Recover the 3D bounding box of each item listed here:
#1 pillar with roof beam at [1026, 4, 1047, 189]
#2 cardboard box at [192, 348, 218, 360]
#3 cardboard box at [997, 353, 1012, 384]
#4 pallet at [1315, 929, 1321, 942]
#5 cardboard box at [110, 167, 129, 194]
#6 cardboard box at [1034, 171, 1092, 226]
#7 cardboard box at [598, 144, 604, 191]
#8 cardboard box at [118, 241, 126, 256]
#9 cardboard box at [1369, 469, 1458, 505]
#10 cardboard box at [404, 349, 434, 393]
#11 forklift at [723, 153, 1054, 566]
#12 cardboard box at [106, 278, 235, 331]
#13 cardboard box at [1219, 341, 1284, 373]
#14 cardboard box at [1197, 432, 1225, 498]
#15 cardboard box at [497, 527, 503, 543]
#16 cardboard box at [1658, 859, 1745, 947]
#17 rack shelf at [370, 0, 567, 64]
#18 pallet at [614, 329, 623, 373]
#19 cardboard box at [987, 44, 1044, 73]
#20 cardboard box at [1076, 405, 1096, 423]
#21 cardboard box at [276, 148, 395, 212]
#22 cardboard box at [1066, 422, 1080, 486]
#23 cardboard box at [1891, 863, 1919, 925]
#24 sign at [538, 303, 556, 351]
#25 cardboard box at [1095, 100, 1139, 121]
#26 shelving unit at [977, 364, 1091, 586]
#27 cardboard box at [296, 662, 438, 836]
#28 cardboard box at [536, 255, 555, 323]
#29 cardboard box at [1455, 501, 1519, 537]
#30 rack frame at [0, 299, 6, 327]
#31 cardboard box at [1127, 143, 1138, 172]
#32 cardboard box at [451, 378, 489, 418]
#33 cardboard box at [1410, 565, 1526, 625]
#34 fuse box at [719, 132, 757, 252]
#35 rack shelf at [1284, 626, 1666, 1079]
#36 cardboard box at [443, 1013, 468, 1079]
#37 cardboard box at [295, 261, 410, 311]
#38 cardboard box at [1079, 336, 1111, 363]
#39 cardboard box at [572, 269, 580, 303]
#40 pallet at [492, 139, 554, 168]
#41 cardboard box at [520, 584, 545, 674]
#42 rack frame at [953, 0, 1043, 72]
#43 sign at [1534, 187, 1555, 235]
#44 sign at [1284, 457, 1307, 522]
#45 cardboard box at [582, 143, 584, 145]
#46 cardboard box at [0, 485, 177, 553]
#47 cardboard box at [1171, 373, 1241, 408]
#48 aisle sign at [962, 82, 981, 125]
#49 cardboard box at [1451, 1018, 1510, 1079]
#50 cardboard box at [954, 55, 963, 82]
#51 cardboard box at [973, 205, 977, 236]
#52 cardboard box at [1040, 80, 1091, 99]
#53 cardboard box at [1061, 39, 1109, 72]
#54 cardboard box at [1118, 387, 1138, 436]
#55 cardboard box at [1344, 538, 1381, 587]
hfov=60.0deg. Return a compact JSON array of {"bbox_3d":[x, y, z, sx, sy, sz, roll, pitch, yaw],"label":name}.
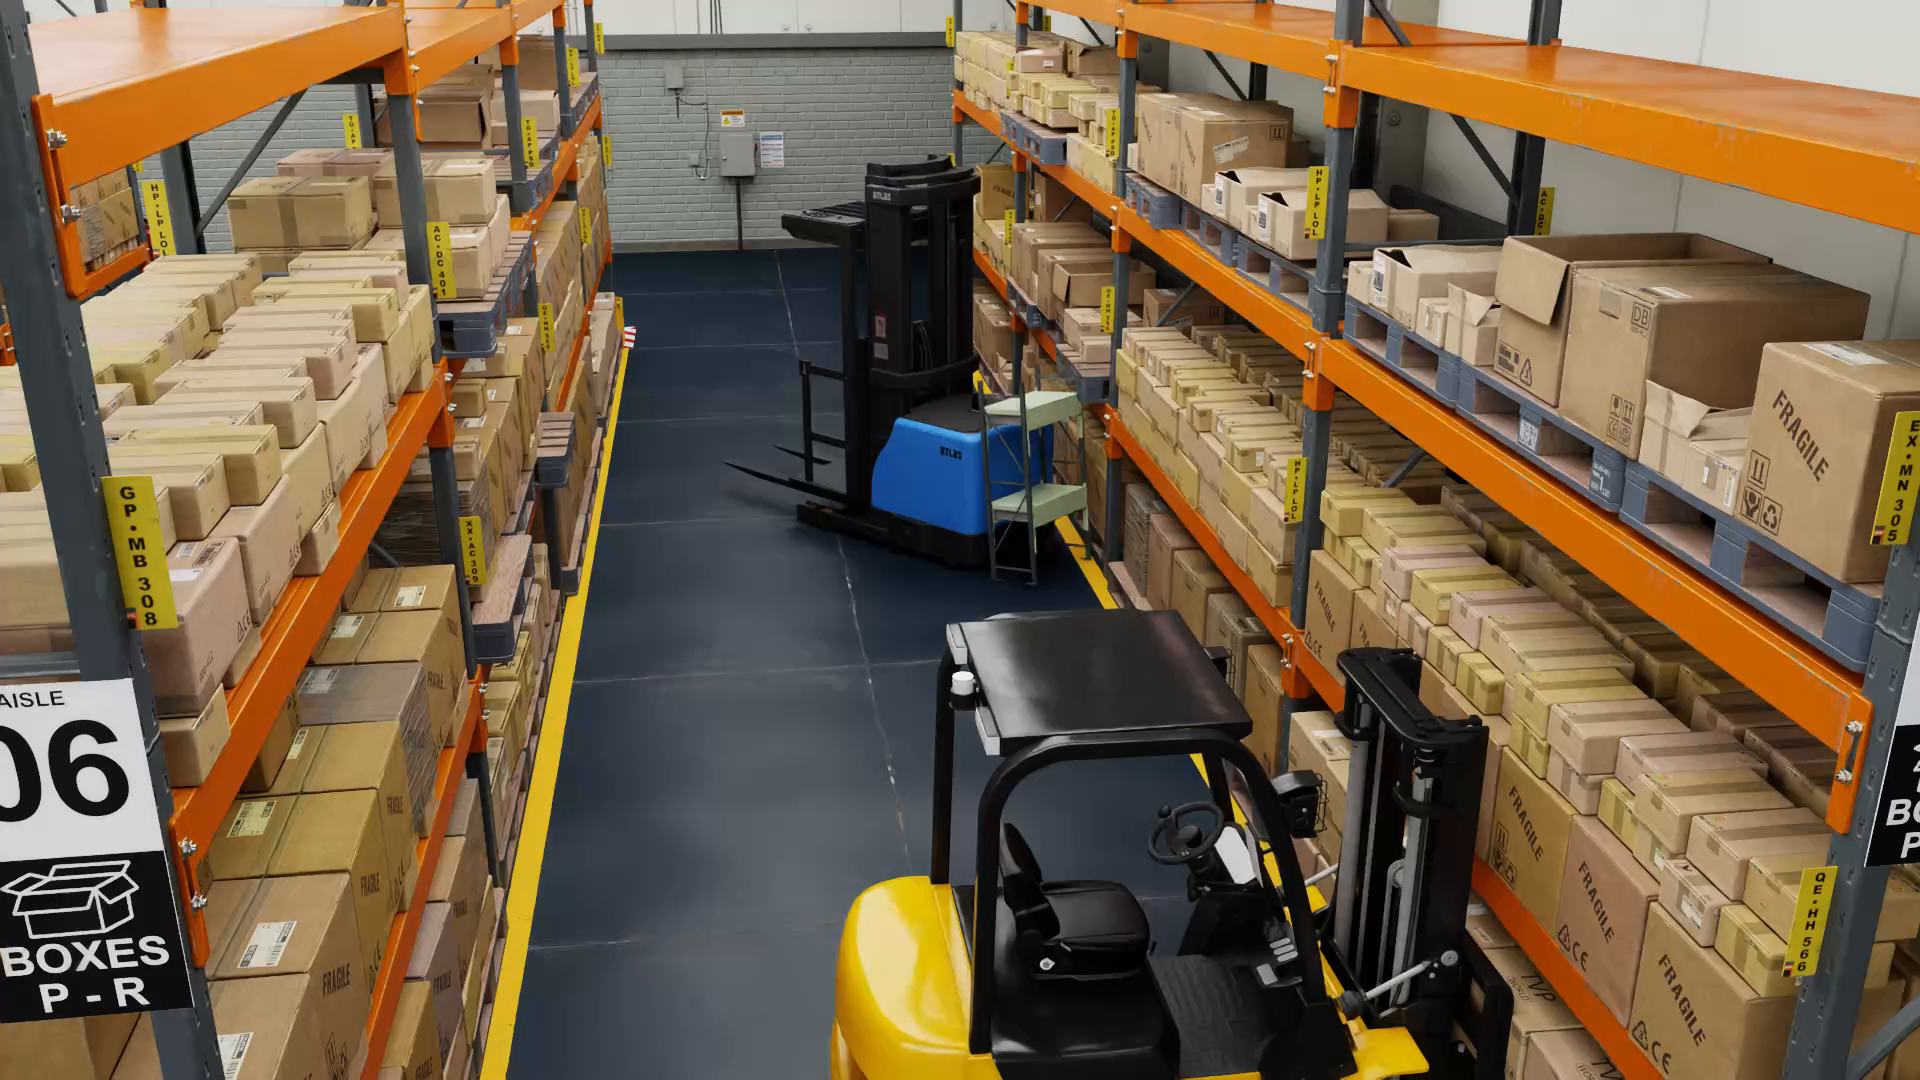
[{"bbox_3d":[-3.328,-7.494,20.419,9.100,9.000,0.400,-3,21,-8],"label":"pillar with roof beam"},{"bbox_3d":[-2.818,-0.471,5.693,0.500,0.250,0.500,-3,21,-7],"label":"cardboard box"},{"bbox_3d":[0.583,-1.754,16.934,0.396,0.266,0.258,-2,21,-6],"label":"cardboard box"},{"bbox_3d":[2.231,1.817,8.050,1.003,0.211,1.213,-3,21,-8],"label":"pallet"},{"bbox_3d":[-9.055,-3.894,17.358,0.500,0.500,0.500,-3,21,-9],"label":"cardboard box"},{"bbox_3d":[1.054,-3.486,16.981,0.500,0.500,0.500,-3,21,-9],"label":"cardboard box"},{"bbox_3d":[-4.178,-4.030,18.148,0.500,0.500,0.500,-2,21,-6],"label":"cardboard box"},{"bbox_3d":[-9.041,-3.081,17.538,0.380,0.149,0.250,-3,21,-8],"label":"cardboard box"},{"bbox_3d":[2.320,-0.250,8.529,0.380,0.149,0.250,-3,21,-9],"label":"cardboard box"},{"bbox_3d":[-2.405,-0.709,6.899,0.380,0.149,0.250,-3,21,-7],"label":"cardboard box"},{"bbox_3d":[-0.696,-1.586,13.273,3.031,2.935,1.130,17,26,38],"label":"forklift"},{"bbox_3d":[-2.935,-0.870,6.192,0.380,0.149,0.250,-4,21,-10],"label":"cardboard box"},{"bbox_3d":[1.954,-1.223,11.132,0.380,0.149,0.250,-3,21,-8],"label":"cardboard box"},{"bbox_3d":[1.685,-0.443,9.615,0.500,0.250,0.500,-3,21,-7],"label":"cardboard box"},{"bbox_3d":[-2.660,-0.074,8.886,0.380,0.149,0.250,-3,21,-7],"label":"cardboard box"},{"bbox_3d":[2.341,1.074,4.983,0.380,0.149,0.250,-3,21,-7],"label":"cardboard box"},{"bbox_3d":[-3.618,-3.879,12.340,1.077,0.370,4.000,-3,21,-8],"label":"rack shelf"},{"bbox_3d":[-4.290,-2.091,18.513,1.003,0.211,1.213,-3,21,-8],"label":"pallet"},{"bbox_3d":[0.547,-4.759,16.459,0.500,0.250,0.500,-3,21,-7],"label":"cardboard box"},{"bbox_3d":[1.166,-1.006,13.668,0.380,0.149,0.250,-3,21,-9],"label":"cardboard box"},{"bbox_3d":[-3.132,-1.828,8.435,0.500,0.250,0.500,-3,21,-7],"label":"cardboard box"},{"bbox_3d":[1.168,-0.668,13.690,0.500,0.500,0.500,-2,21,-5],"label":"cardboard box"},{"bbox_3d":[2.898,1.001,4.754,0.380,0.149,0.250,-3,21,-9],"label":"cardboard box"},{"bbox_3d":[-2.794,-1.436,11.233,0.100,0.325,0.005,-3,21,-8],"label":"sign"},{"bbox_3d":[1.223,-3.193,12.411,0.380,0.149,0.250,-3,21,-9],"label":"cardboard box"},{"bbox_3d":[0.566,-0.500,12.390,0.431,1.500,0.755,6,18,37],"label":"shelving unit"},{"bbox_3d":[-2.283,0.797,6.227,0.500,0.500,0.500,-2,21,-6],"label":"cardboard box"},{"bbox_3d":[-3.240,-1.770,12.096,0.500,0.500,0.500,-3,21,-8],"label":"cardboard box"},{"bbox_3d":[2.498,-0.073,7.629,0.380,0.149,0.250,-3,21,-9],"label":"cardboard box"},{"bbox_3d":[-8.790,-2.001,14.285,1.000,3.000,0.127,-3,21,-8],"label":"rack frame"},{"bbox_3d":[1.331,-2.555,11.074,0.380,0.166,0.250,-3,21,-8],"label":"cardboard box"},{"bbox_3d":[-2.729,-0.754,8.852,0.380,0.149,0.250,-2,21,-5],"label":"cardboard box"},{"bbox_3d":[2.083,0.225,6.832,0.380,0.149,0.250,-3,21,-9],"label":"cardboard box"},{"bbox_3d":[-3.219,-5.073,24.353,0.539,1.711,0.414,-3,21,-8],"label":"fuse box"},{"bbox_3d":[2.447,1.262,6.577,1.077,0.370,4.000,-3,21,-8],"label":"rack shelf"},{"bbox_3d":[-2.247,2.127,6.563,0.500,0.250,0.500,-3,21,-7],"label":"cardboard box"},{"bbox_3d":[-2.378,-0.992,6.516,0.380,0.149,0.250,-3,21,-9],"label":"cardboard box"},{"bbox_3d":[1.107,-1.439,12.541,0.380,0.149,0.250,-3,21,-7],"label":"cardboard box"},{"bbox_3d":[-3.523,-2.136,14.148,0.500,0.250,0.500,-2,21,-6],"label":"cardboard box"},{"bbox_3d":[-3.639,-2.824,12.474,1.003,0.211,1.213,-2,21,-5],"label":"pallet"},{"bbox_3d":[-3.144,0.585,10.518,0.950,0.372,0.625,-3,21,-9],"label":"cardboard box"},{"bbox_3d":[0.428,-6.732,18.380,1.000,3.000,0.127,-3,21,-8],"label":"rack frame"},{"bbox_3d":[2.707,-1.480,7.752,0.100,0.325,0.005,-3,21,-8],"label":"sign"},{"bbox_3d":[1.623,-0.242,8.034,0.100,0.325,0.005,-3,21,-8],"label":"sign"},{"bbox_3d":[-4.089,-4.020,17.193,0.380,0.149,0.250,-3,21,-8],"label":"cardboard box"},{"bbox_3d":[-2.078,-0.011,3.892,0.380,0.149,0.250,-3,21,-8],"label":"cardboard box"},{"bbox_3d":[1.533,-0.931,10.352,0.380,0.149,0.250,-2,21,-7],"label":"cardboard box"},{"bbox_3d":[0.128,-5.148,18.998,0.394,0.787,0.004,-3,21,-8],"label":"aisle sign"},{"bbox_3d":[2.198,1.970,6.268,0.500,0.250,0.500,-3,21,-9],"label":"cardboard box"},{"bbox_3d":[0.222,-5.229,18.430,0.500,0.250,0.500,-3,21,-8],"label":"cardboard box"},{"bbox_3d":[0.376,-3.470,18.010,0.500,0.250,0.500,-3,21,-9],"label":"cardboard box"},{"bbox_3d":[0.876,-3.730,13.819,0.380,0.149,0.250,-3,21,-7],"label":"cardboard box"},{"bbox_3d":[1.117,-4.299,14.750,0.396,0.266,0.258,-3,21,-9],"label":"cardboard box"},{"bbox_3d":[1.404,-0.916,11.595,0.500,0.250,0.500,-3,21,-8],"label":"cardboard box"},{"bbox_3d":[1.983,0.096,7.603,0.380,0.149,0.250,-2,21,-6],"label":"cardboard box"}]
